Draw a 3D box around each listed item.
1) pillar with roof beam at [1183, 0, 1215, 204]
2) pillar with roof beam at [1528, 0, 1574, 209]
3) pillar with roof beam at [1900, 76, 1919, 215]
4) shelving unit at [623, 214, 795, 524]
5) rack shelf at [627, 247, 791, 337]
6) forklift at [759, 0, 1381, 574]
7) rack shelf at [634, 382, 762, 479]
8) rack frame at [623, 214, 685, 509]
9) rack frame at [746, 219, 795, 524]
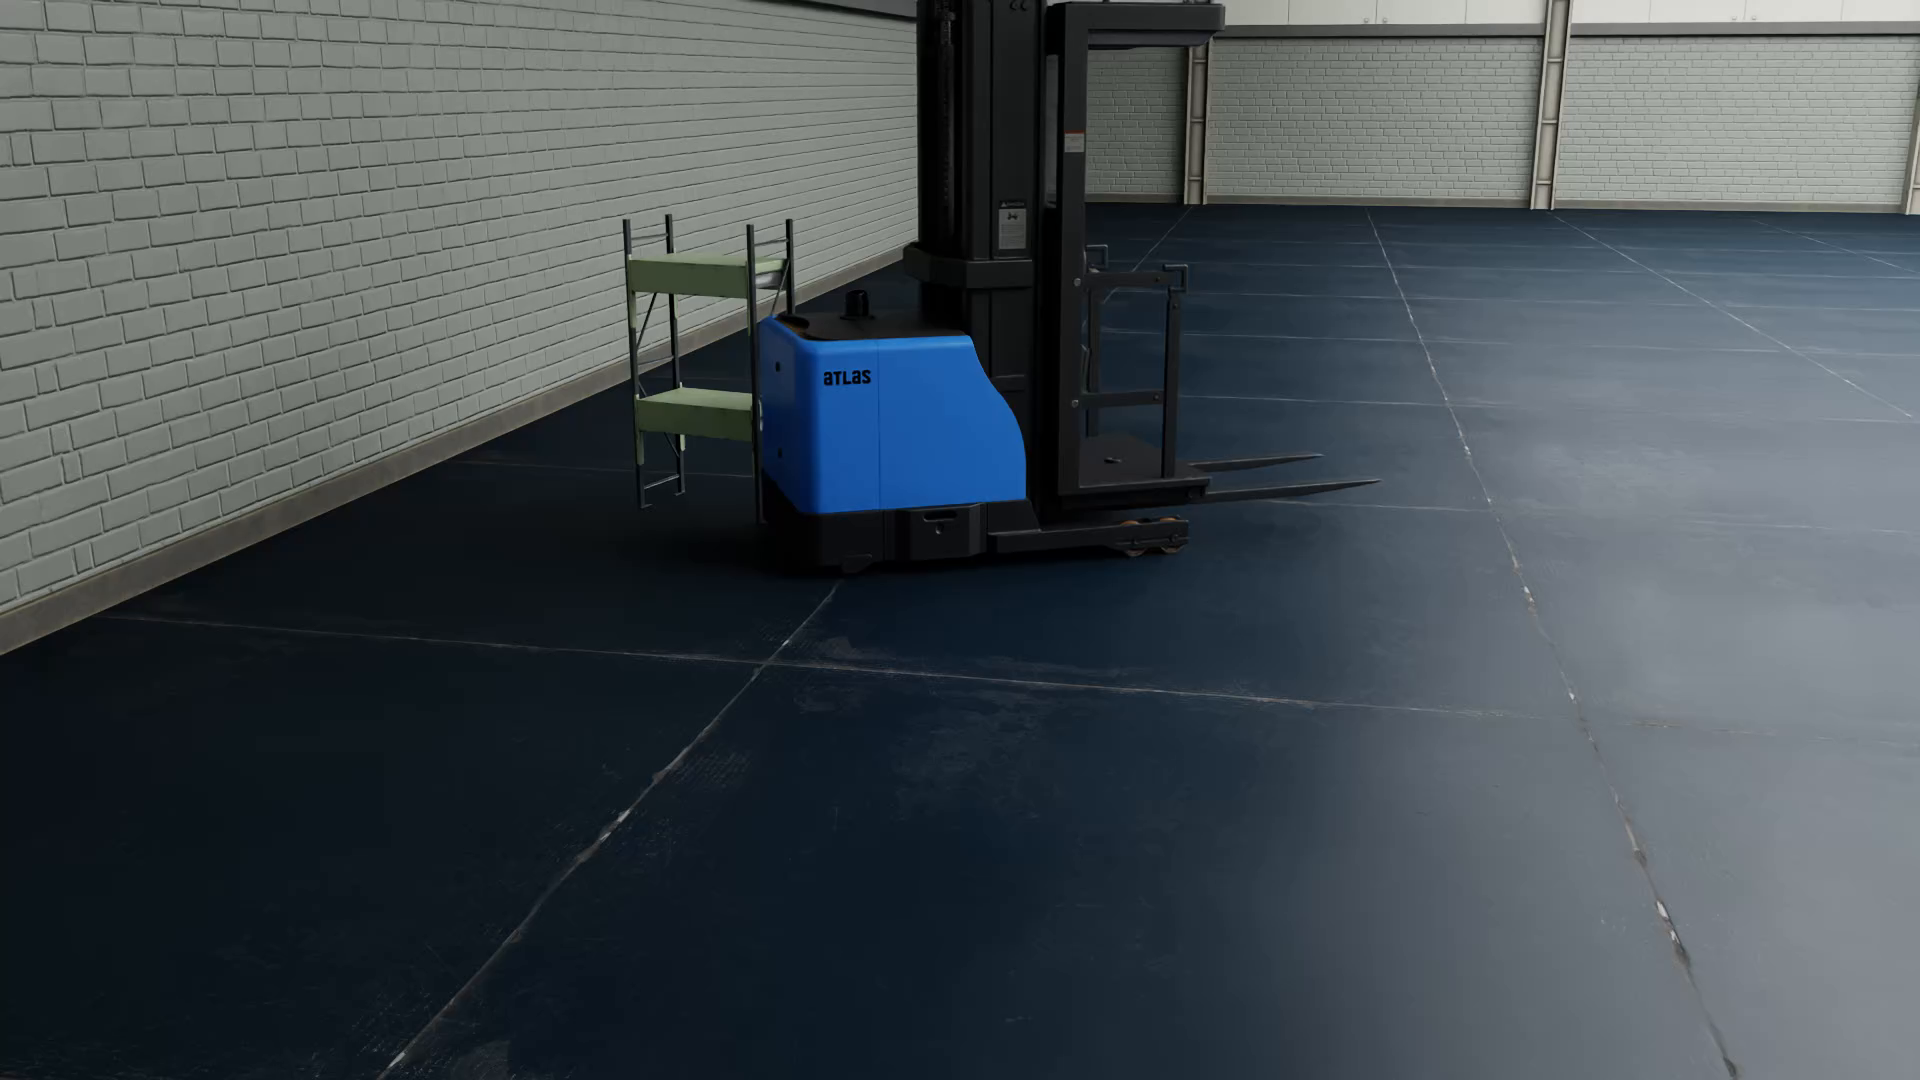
[{"bbox_3d":[3.414,-9.321,24.948,0.400,9.000,9.100,3,16,11],"label":"pillar with roof beam"},{"bbox_3d":[9.293,-9.002,23.796,0.400,9.000,9.100,3,16,11],"label":"pillar with roof beam"},{"bbox_3d":[15.173,-8.683,22.643,0.400,9.000,9.100,3,16,11],"label":"pillar with roof beam"},{"bbox_3d":[-1.269,-0.893,8.568,0.755,1.500,0.431,7,17,25],"label":"shelving unit"},{"bbox_3d":[-1.269,-1.269,8.464,0.720,0.370,0.431,7,17,25],"label":"rack shelf"},{"bbox_3d":[0.587,-1.467,7.961,3.031,2.935,1.130,-5,16,-16],"label":"forklift"},{"bbox_3d":[-1.269,-0.579,8.655,0.720,0.370,0.431,7,17,25],"label":"rack shelf"},{"bbox_3d":[-1.599,-0.935,8.720,0.023,1.500,0.400,7,17,25],"label":"rack frame"},{"bbox_3d":[-0.939,-0.851,8.416,0.023,1.500,0.400,7,17,25],"label":"rack frame"}]
